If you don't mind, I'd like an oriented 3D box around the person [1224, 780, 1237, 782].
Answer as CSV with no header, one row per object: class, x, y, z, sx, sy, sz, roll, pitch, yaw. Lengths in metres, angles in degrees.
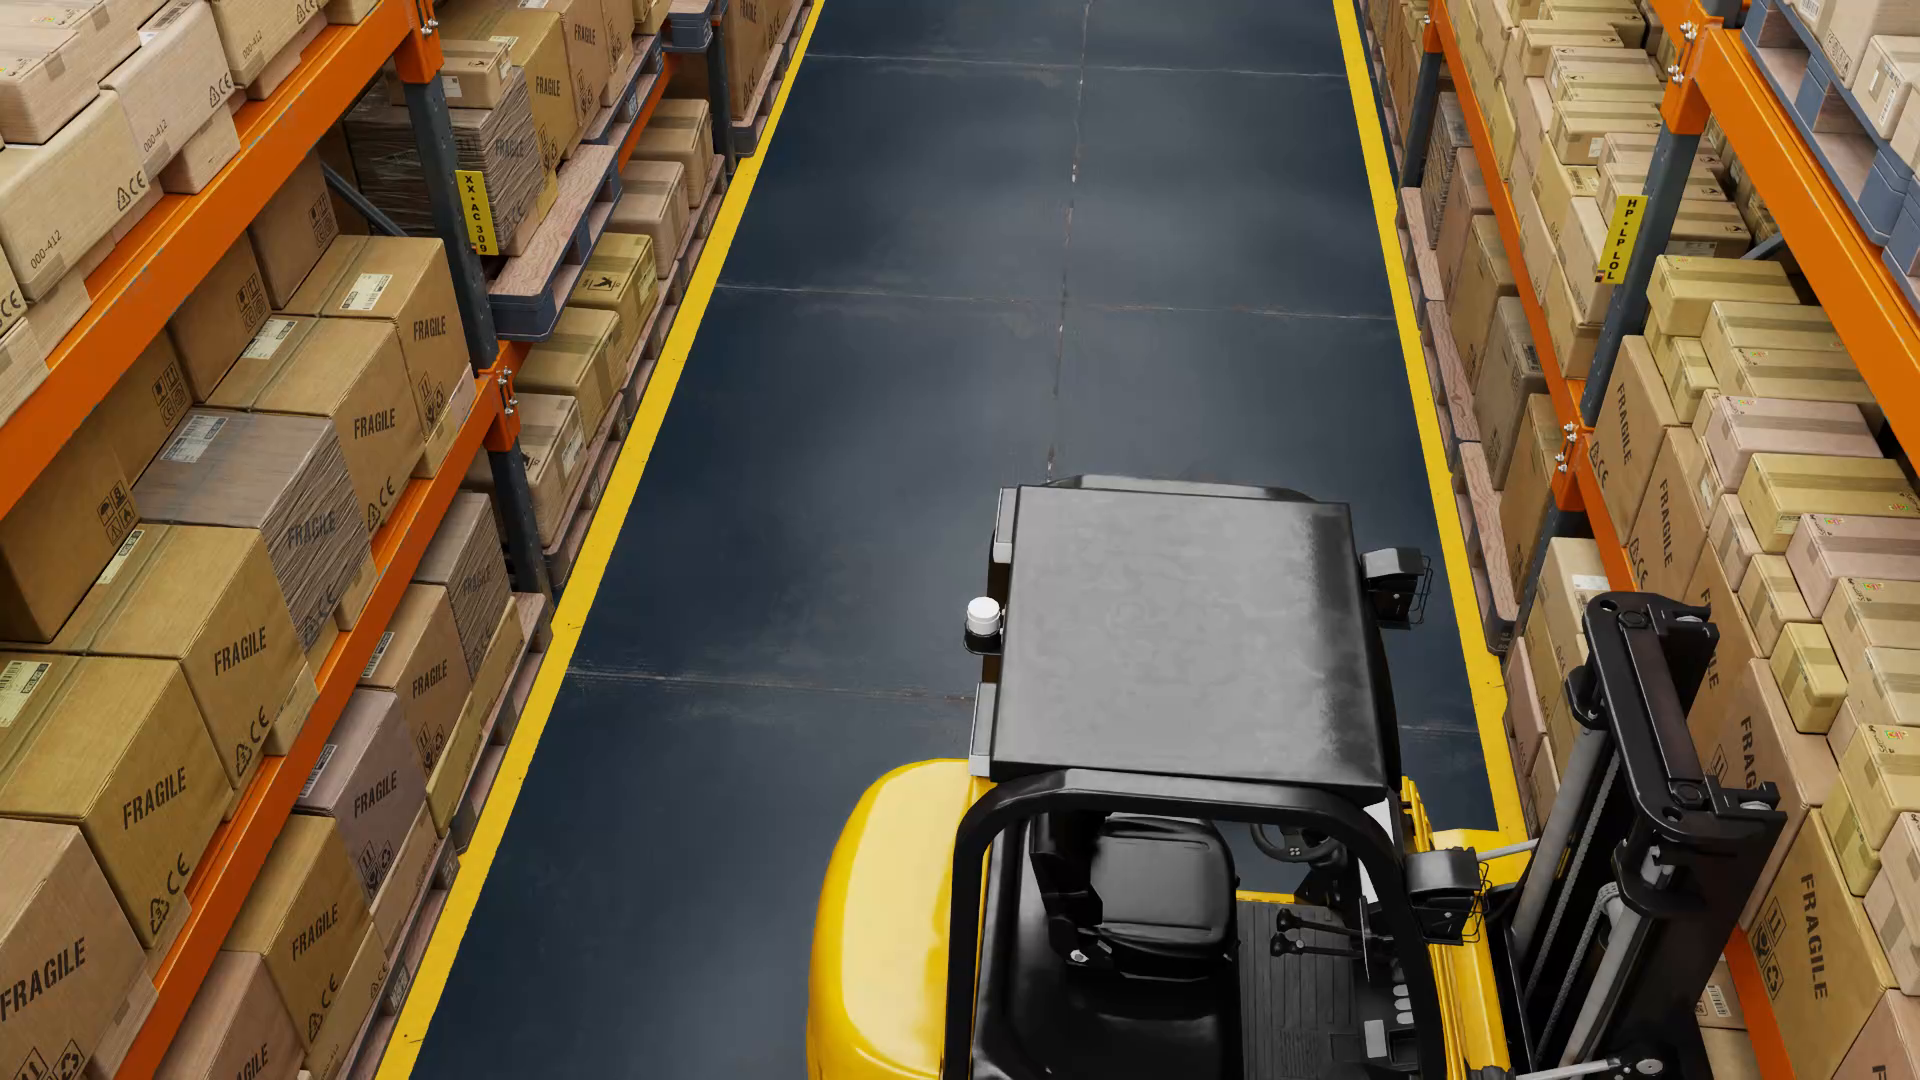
person,0.729,0.495,6.207,0.852,0.852,0.476,2,40,2
